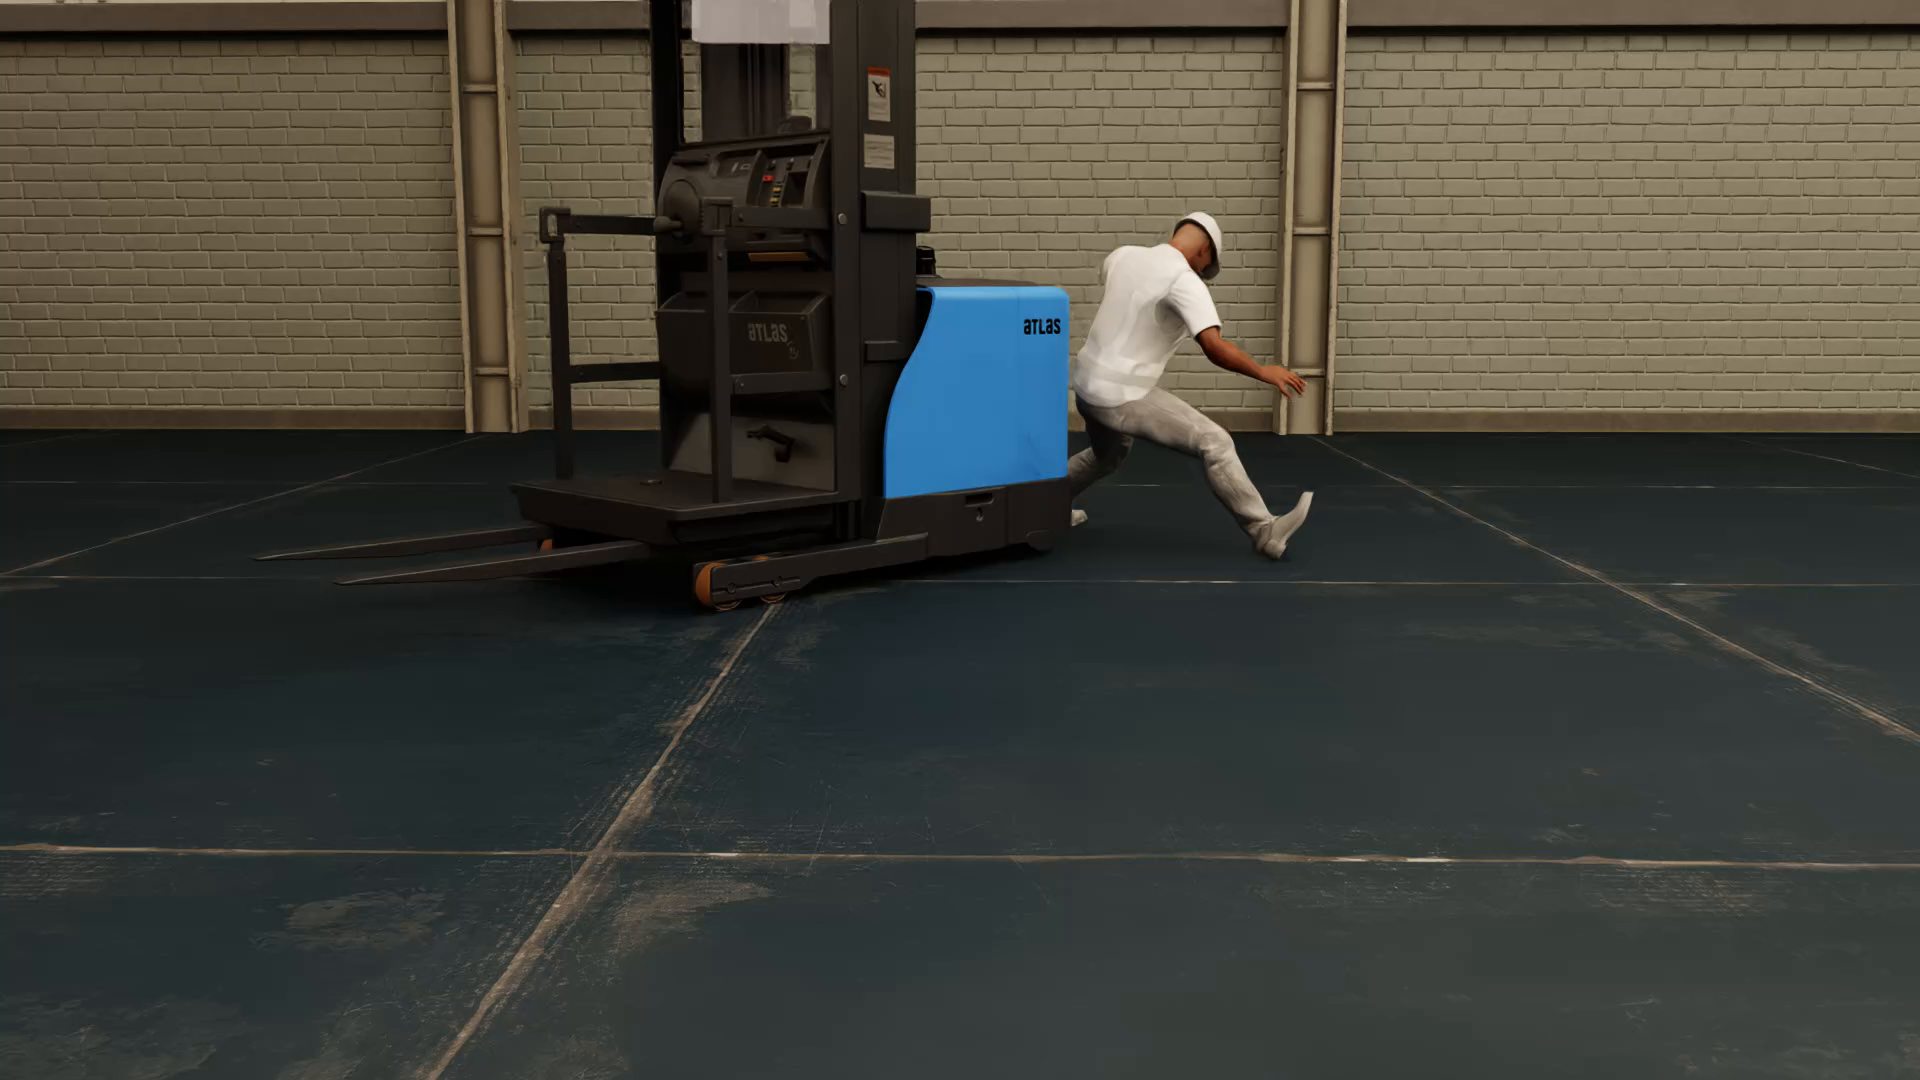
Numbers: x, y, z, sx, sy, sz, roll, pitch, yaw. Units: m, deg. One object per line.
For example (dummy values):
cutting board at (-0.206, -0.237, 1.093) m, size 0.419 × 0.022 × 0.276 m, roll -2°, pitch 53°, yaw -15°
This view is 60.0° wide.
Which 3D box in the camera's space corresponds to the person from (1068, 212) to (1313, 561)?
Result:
person at (0.841, -0.667, 6.943) m, size 0.871 × 1.378 × 1.312 m, roll -2°, pitch 9°, yaw -14°

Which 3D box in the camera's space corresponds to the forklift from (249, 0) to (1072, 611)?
forklift at (-0.950, -1.298, 5.918) m, size 3.031 × 2.935 × 1.130 m, roll -8°, pitch 12°, yaw -44°
